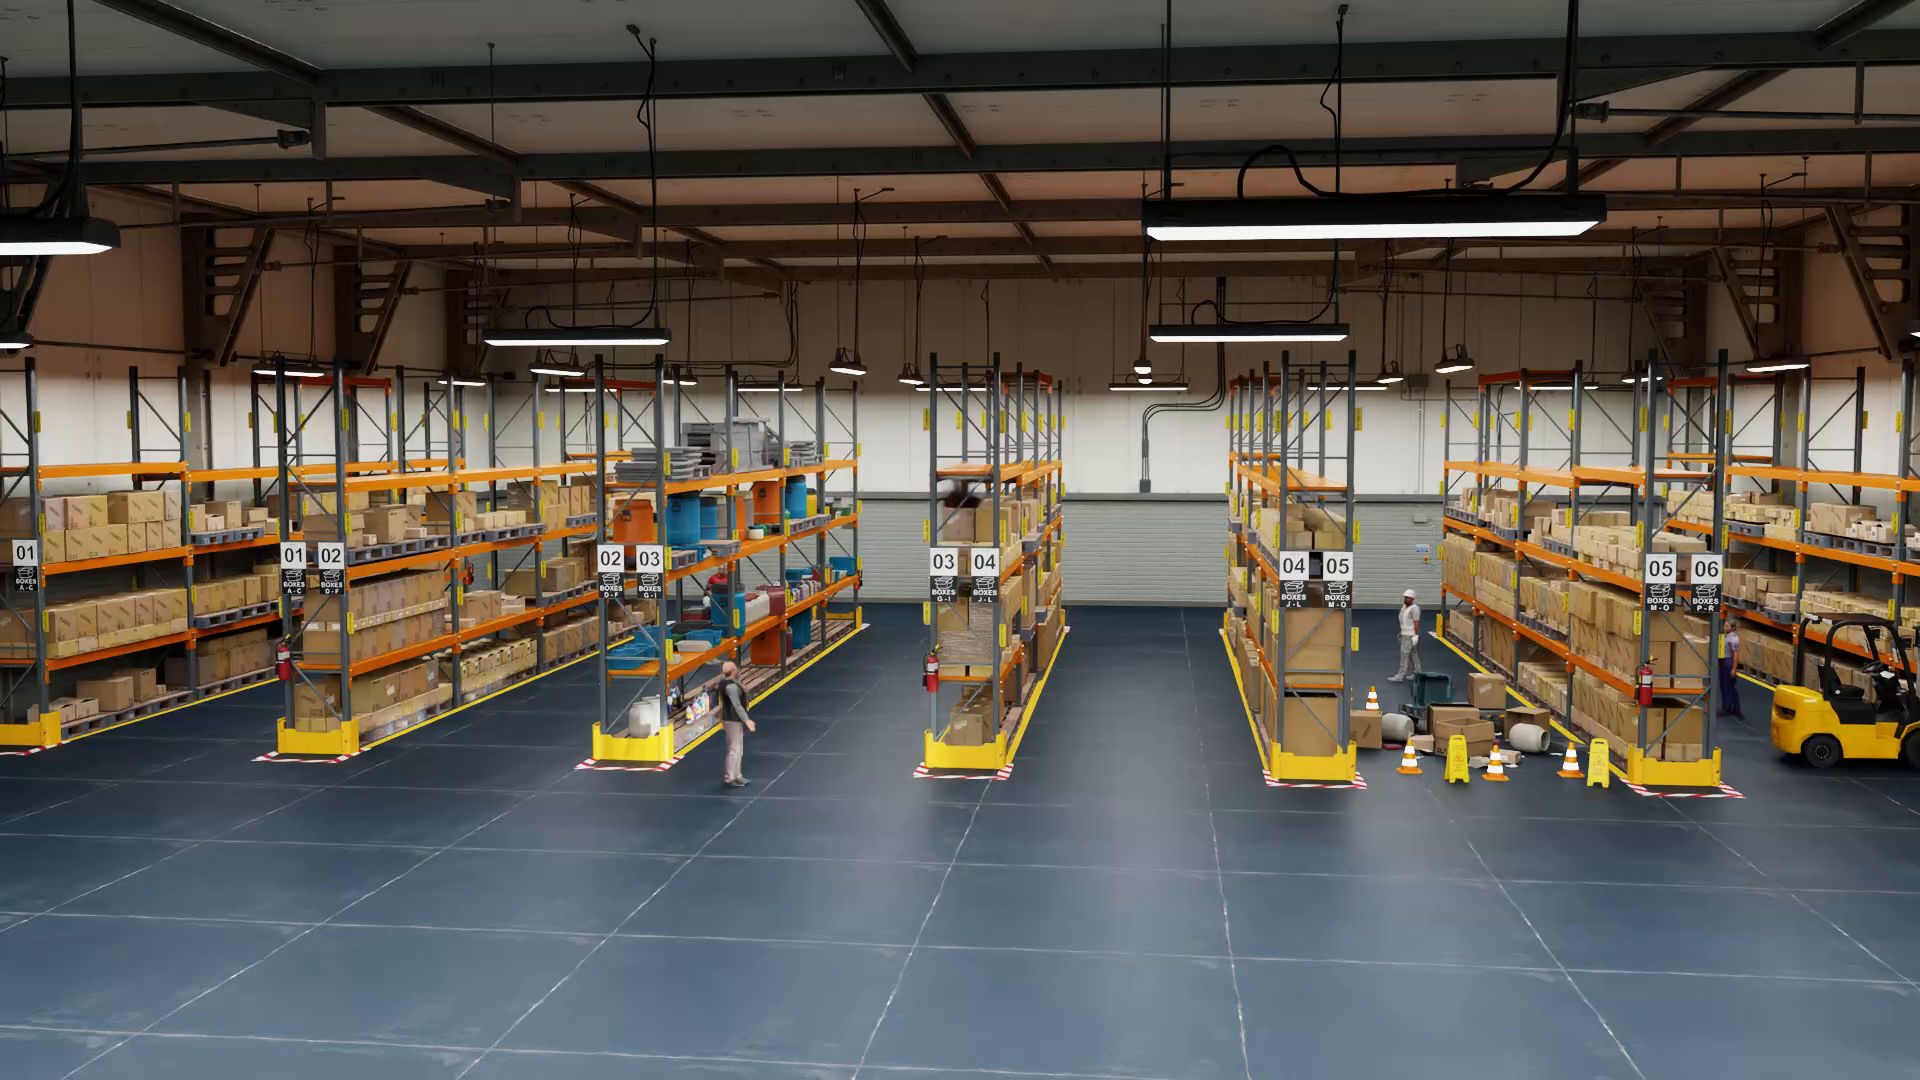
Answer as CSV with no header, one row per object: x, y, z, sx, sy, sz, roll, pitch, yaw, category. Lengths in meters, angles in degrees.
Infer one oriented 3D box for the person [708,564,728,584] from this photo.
-5.621,1.422,38.945,0.667,1.716,0.995,0,4,7,person

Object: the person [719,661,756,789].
-3.061,2.530,22.906,0.516,1.728,0.578,0,4,-4,person

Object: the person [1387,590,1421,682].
8.602,1.845,32.161,0.639,1.777,0.605,1,4,13,person

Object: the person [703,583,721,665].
-5.117,1.731,34.288,0.398,1.679,0.506,0,4,6,person

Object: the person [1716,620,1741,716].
13.132,2.183,28.428,0.441,1.644,0.505,2,5,27,person
